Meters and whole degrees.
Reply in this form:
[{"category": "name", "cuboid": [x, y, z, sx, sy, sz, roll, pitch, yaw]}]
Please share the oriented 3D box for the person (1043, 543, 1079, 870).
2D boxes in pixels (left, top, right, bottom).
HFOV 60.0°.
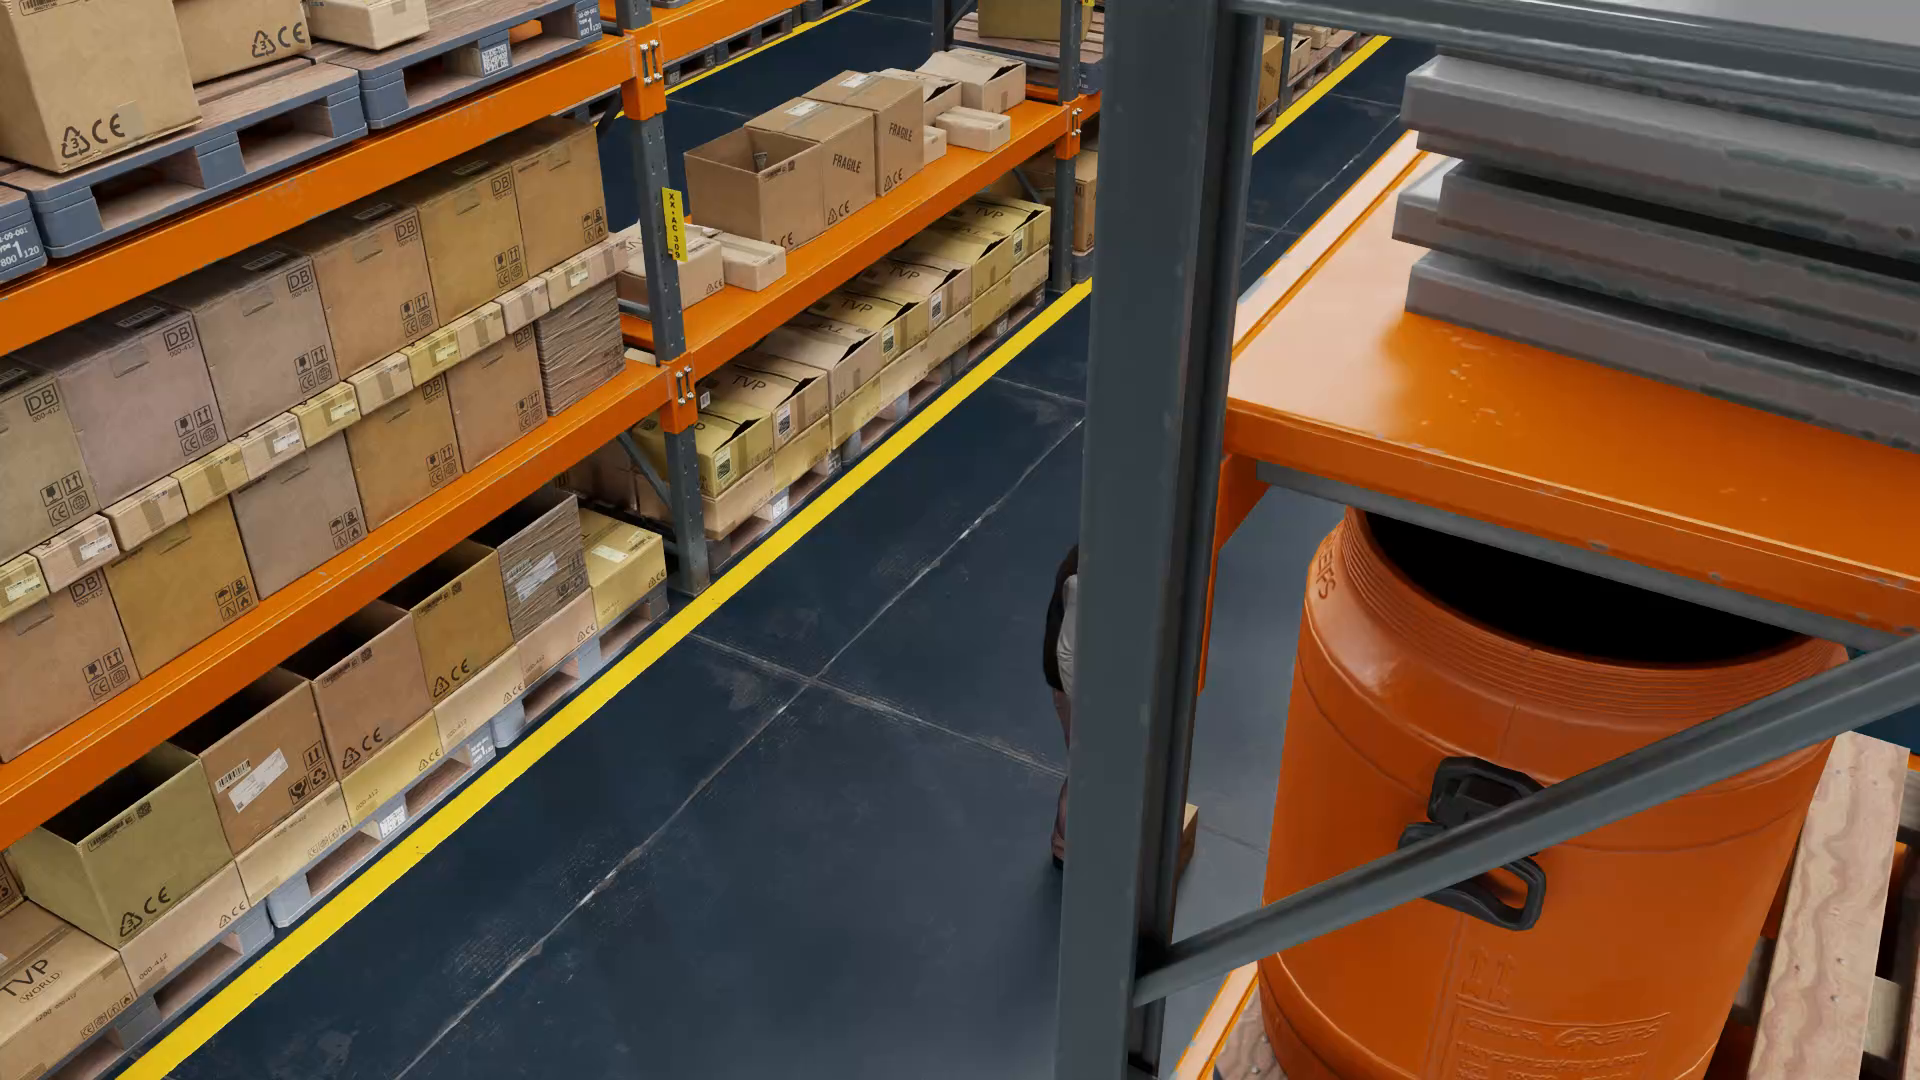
[{"category": "person", "cuboid": [0.539, 0.519, 6.391, 0.420, 1.721, 0.581, 18, 38, 25]}]
